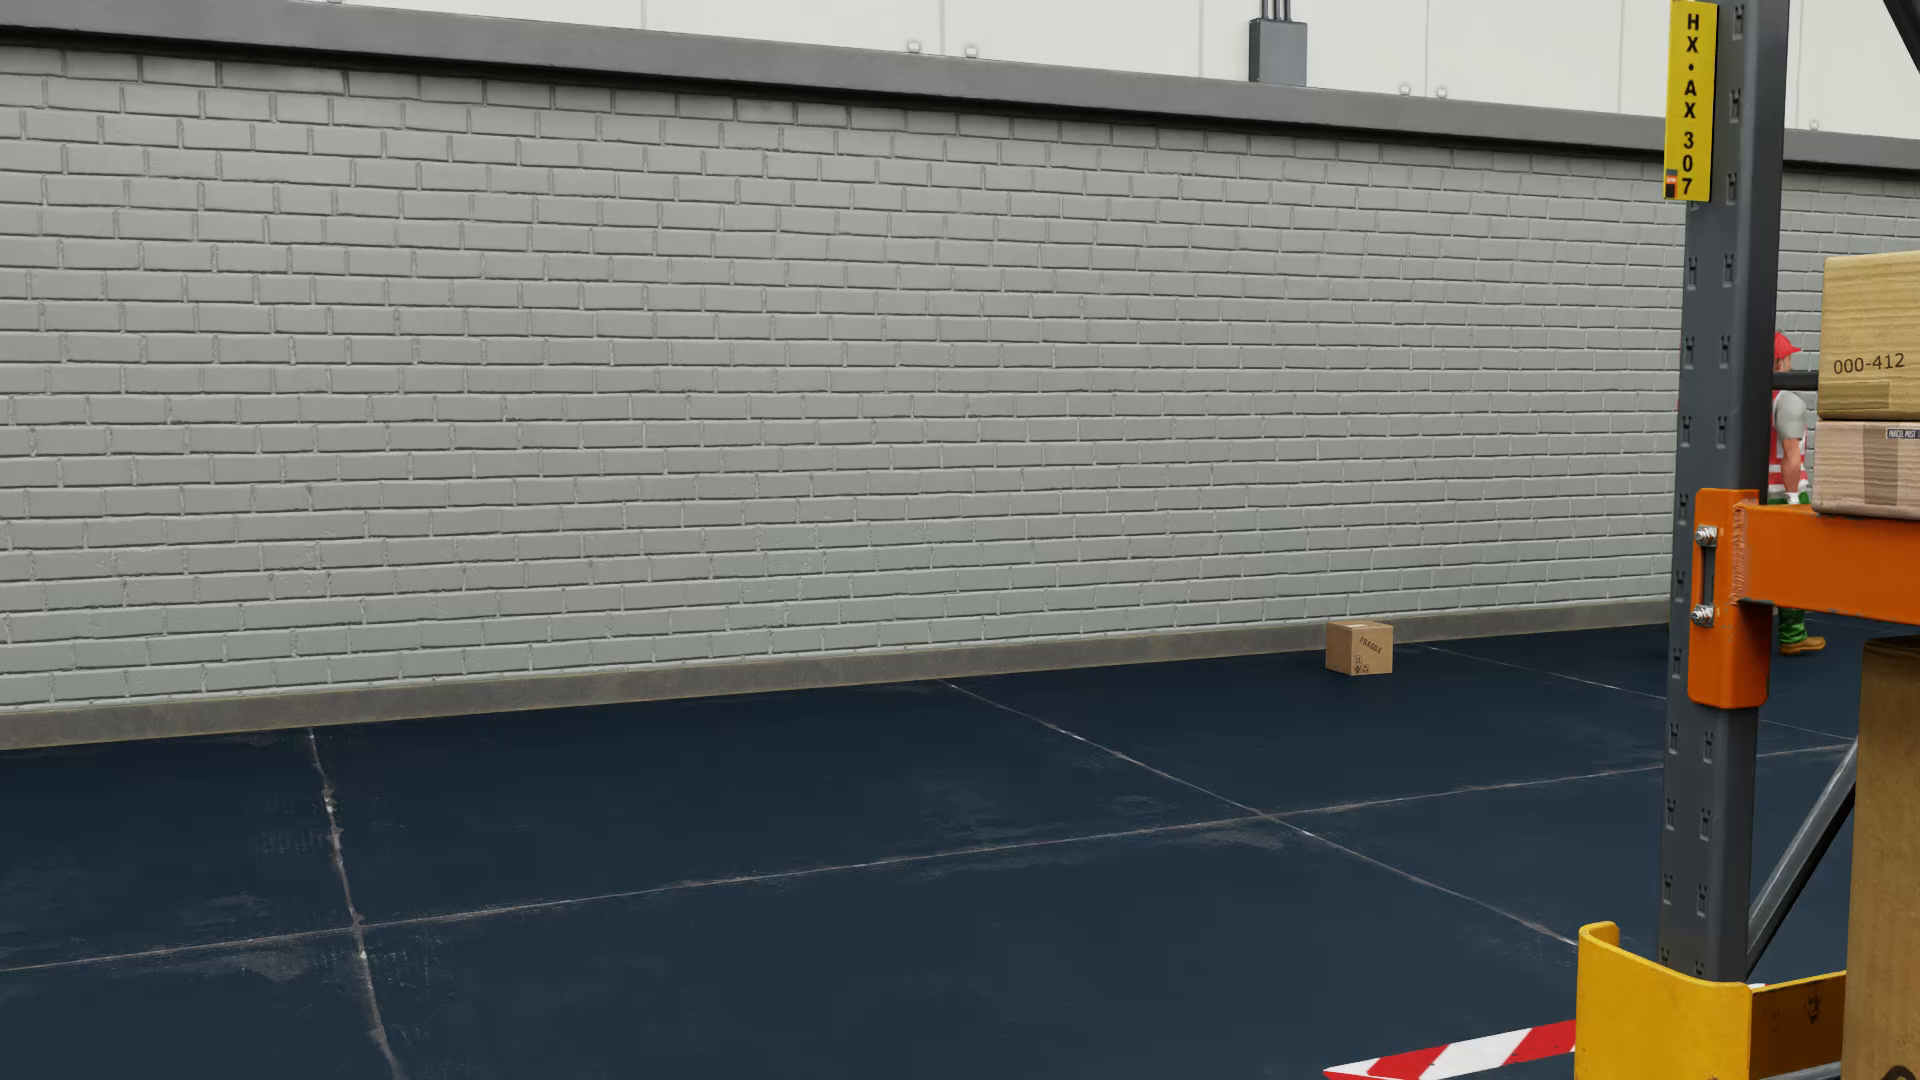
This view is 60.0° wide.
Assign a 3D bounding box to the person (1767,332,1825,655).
[{"bbox_3d":[4.426,-0.255,9.198,0.806,1.775,0.567,-2,6,-22],"label":"person"}]
